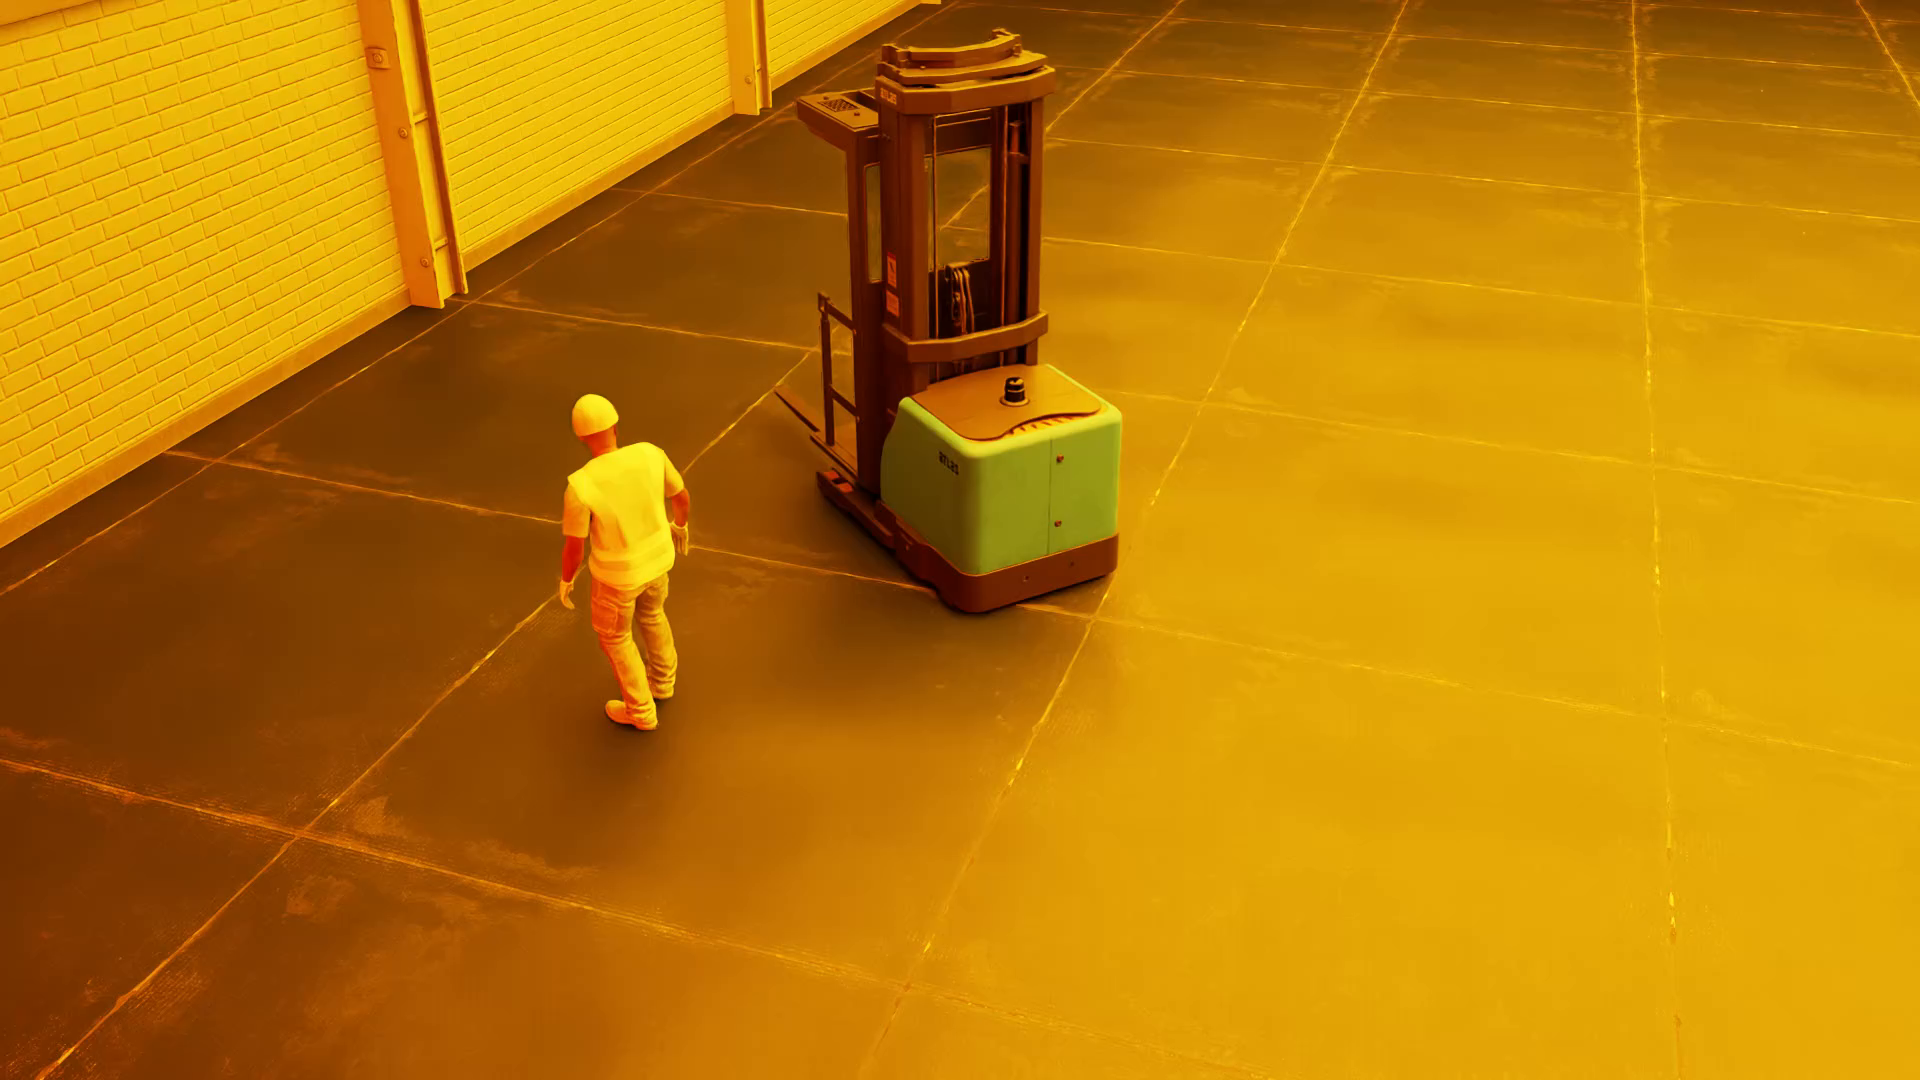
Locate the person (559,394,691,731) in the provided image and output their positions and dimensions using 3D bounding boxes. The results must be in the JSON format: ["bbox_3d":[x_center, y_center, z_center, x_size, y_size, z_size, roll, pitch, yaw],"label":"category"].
[{"bbox_3d":[-1.656,0.094,8.149,0.492,1.768,0.753,24,37,35],"label":"person"}]

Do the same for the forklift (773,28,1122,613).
[{"bbox_3d":[-0.251,-1.566,9.884,1.130,2.935,3.031,-16,33,-25],"label":"forklift"}]
